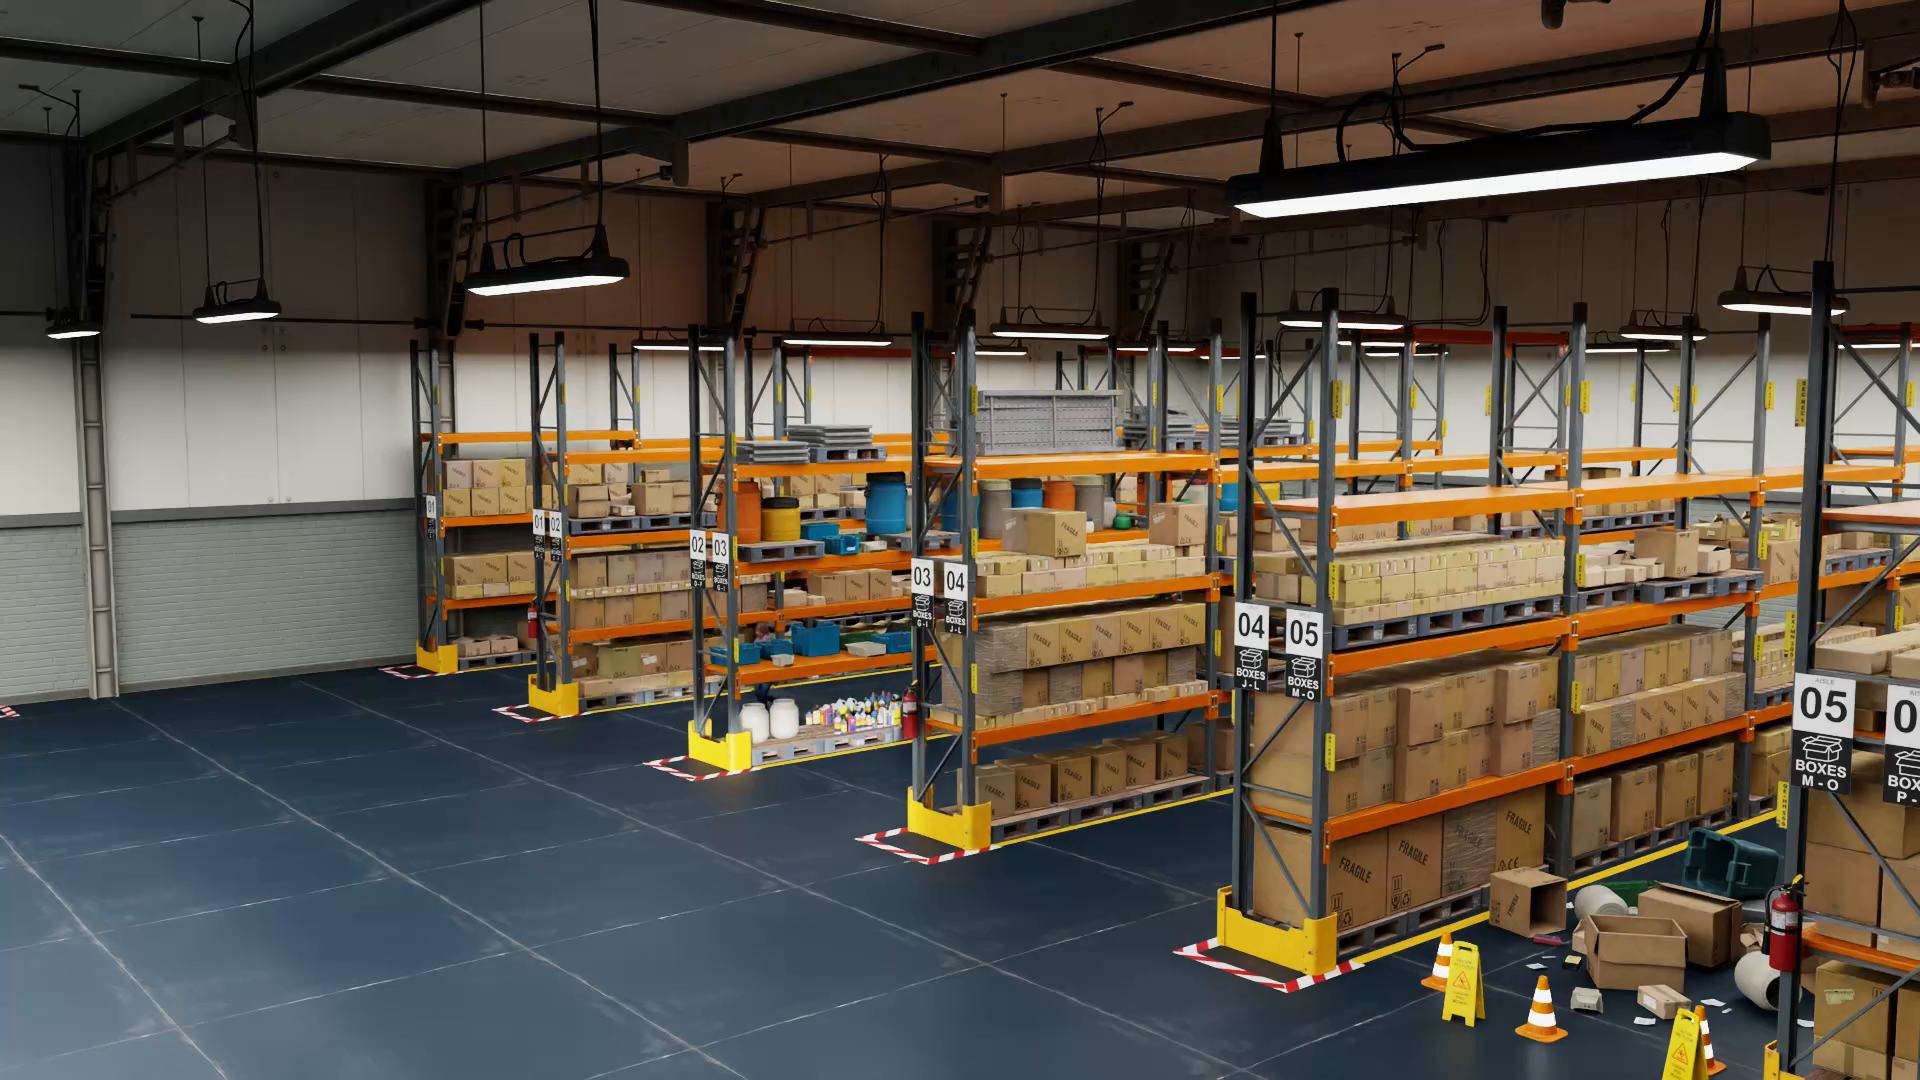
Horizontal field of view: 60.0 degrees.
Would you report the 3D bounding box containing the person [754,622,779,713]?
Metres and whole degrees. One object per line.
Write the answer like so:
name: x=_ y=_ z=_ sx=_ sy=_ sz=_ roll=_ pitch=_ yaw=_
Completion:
person: x=-2.937 y=2.047 z=25.558 sx=0.484 sy=1.546 sz=0.502 roll=-5 pitch=7 yaw=-41
